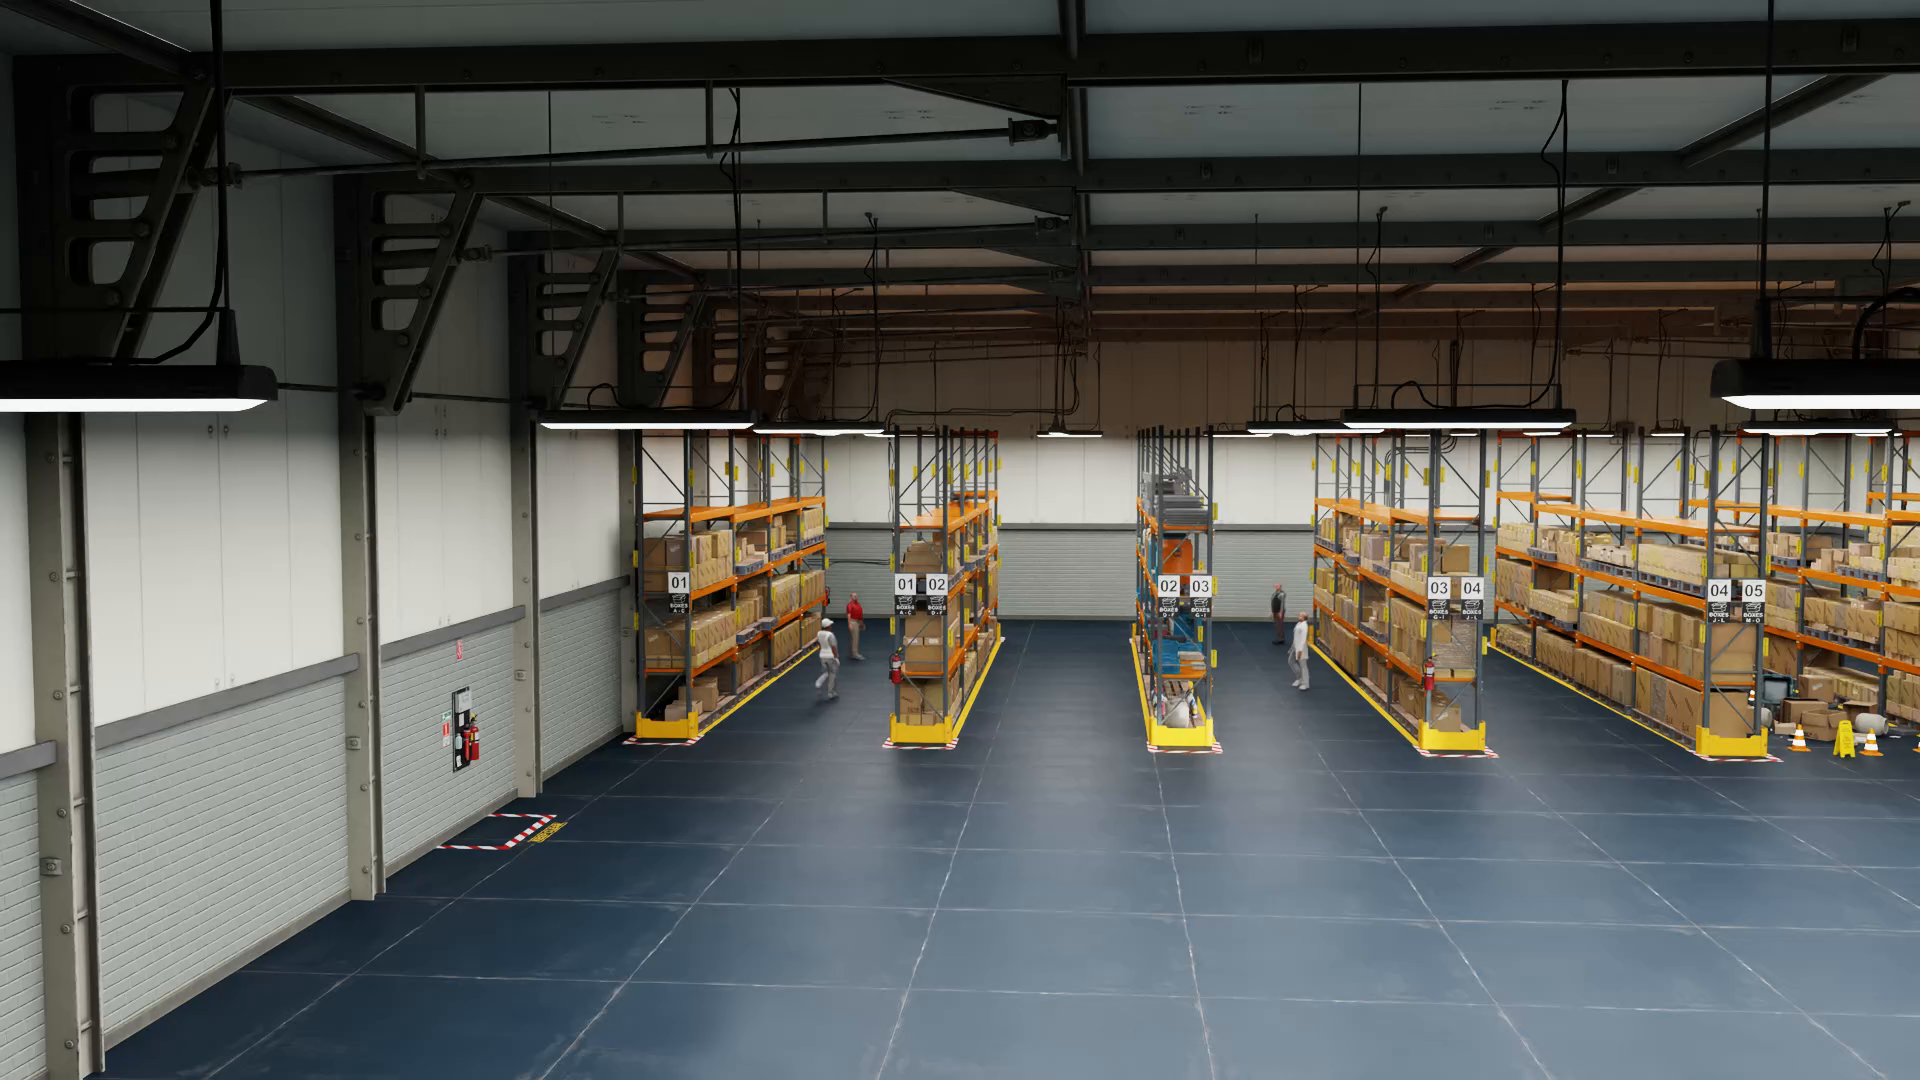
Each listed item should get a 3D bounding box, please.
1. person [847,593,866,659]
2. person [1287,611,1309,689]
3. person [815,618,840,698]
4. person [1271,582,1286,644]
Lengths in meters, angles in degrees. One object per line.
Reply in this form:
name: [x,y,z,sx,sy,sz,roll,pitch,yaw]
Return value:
person: [-2.695,2.249,43.690,0.506,1.722,0.586,1,4,14]
person: [7.844,2.522,38.316,0.467,1.776,0.710,-1,3,-11]
person: [-2.926,2.612,36.798,0.569,1.771,0.581,3,4,40]
person: [8.920,2.055,46.680,0.371,1.723,0.556,0,3,-7]
